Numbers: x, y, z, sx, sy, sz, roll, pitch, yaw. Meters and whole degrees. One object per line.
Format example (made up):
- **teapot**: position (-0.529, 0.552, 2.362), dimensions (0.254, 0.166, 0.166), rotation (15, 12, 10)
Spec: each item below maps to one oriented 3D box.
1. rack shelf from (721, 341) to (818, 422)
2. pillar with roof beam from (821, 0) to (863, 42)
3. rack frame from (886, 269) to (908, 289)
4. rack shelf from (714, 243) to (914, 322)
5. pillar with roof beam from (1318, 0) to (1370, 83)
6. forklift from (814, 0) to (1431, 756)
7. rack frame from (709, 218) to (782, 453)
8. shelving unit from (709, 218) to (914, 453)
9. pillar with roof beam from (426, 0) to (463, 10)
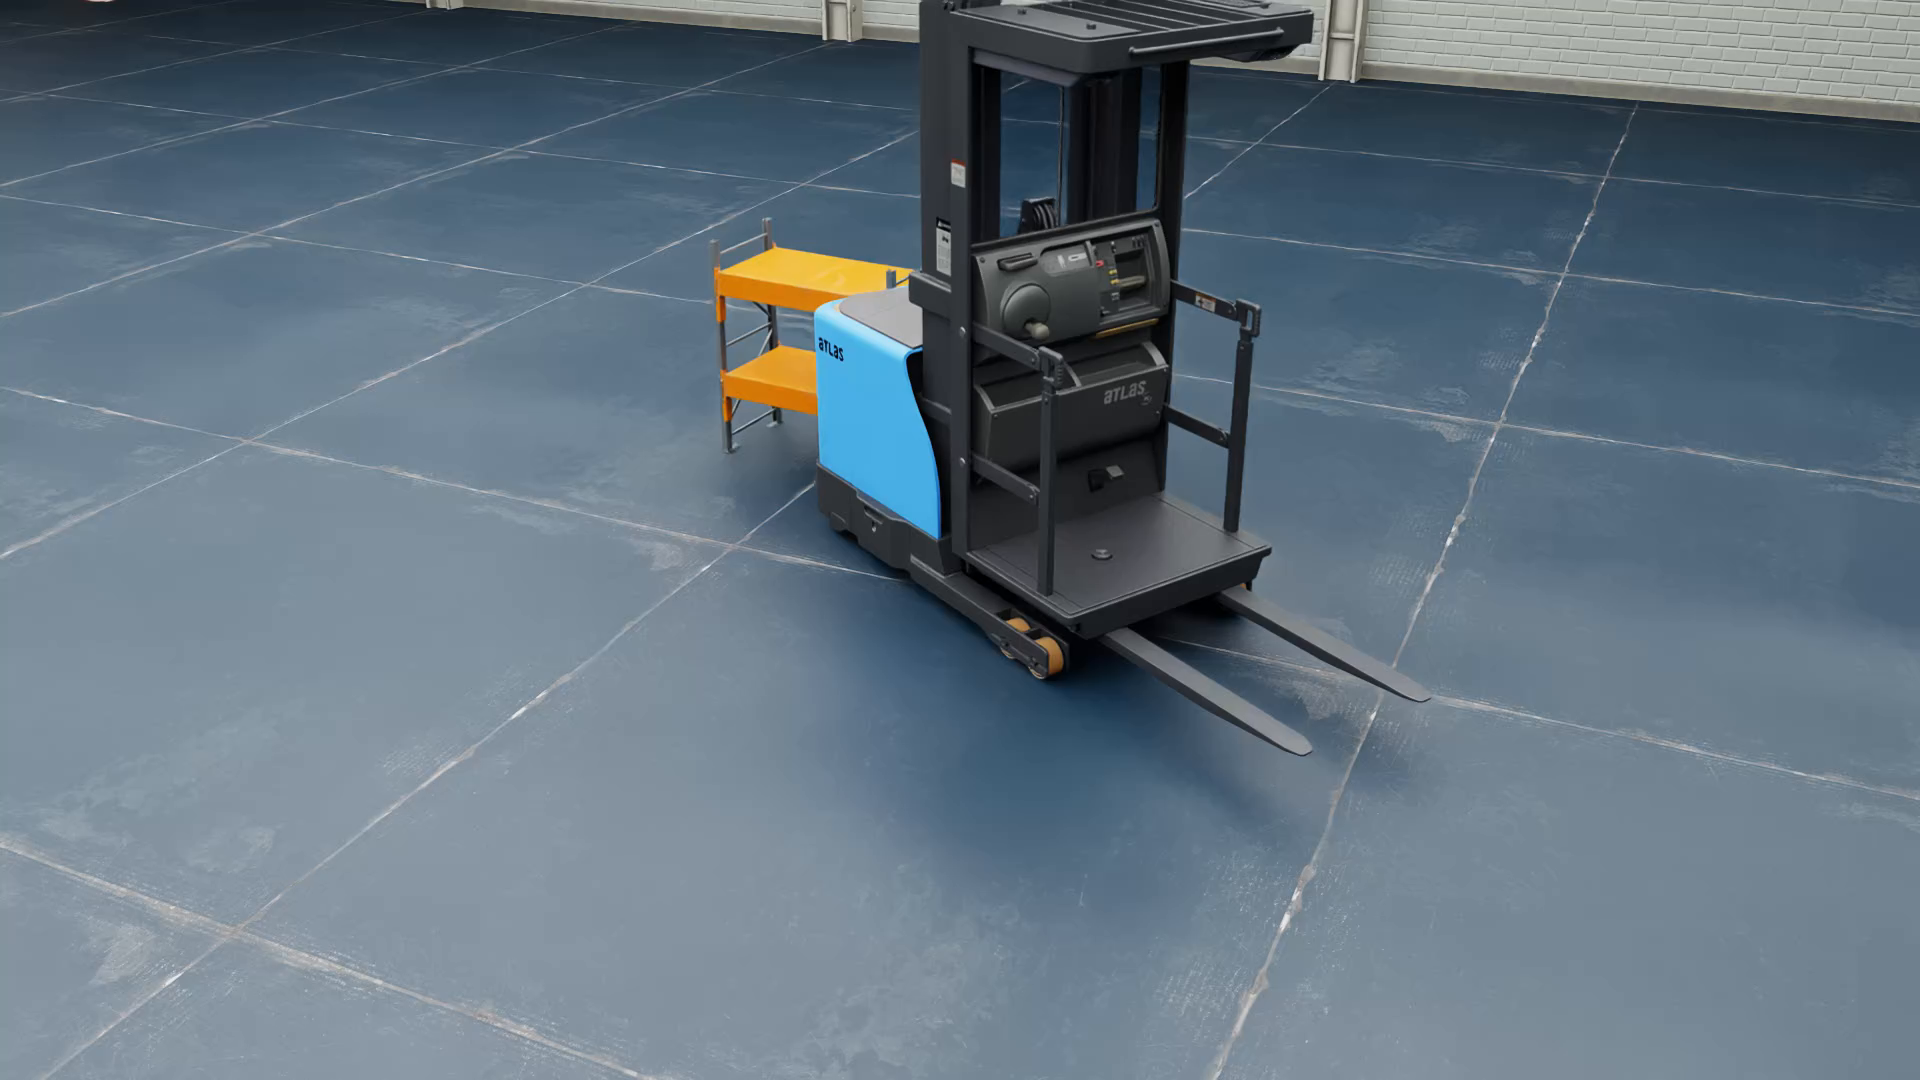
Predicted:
- **rack shelf**: position (-0.658, -0.732, 8.517), dimensions (1.000, 0.278, 0.538), rotation (14, 29, 26)
- **pillar with roof beam**: position (-3.189, -8.329, 14.480), dimensions (0.400, 9.000, 9.100), rotation (11, 28, 22)
- **rack frame**: position (-0.212, -0.843, 8.189), dimensions (0.032, 1.125, 0.500), rotation (14, 29, 26)
- **rack shelf**: position (-0.658, -1.214, 8.280), dimensions (1.000, 0.278, 0.538), rotation (14, 29, 26)
- **pillar with roof beam**: position (2.273, -7.232, 12.252), dimensions (0.400, 9.000, 9.100), rotation (11, 28, 22)
- **forklift**: position (0.584, -1.003, 6.470), dimensions (1.130, 2.935, 3.031), rotation (-17, 31, -31)
- **rack frame**: position (-1.103, -1.060, 8.629), dimensions (0.032, 1.125, 0.500), rotation (14, 29, 26)
- **shelving unit**: position (-0.658, -0.952, 8.409), dimensions (1.048, 1.125, 0.538), rotation (14, 29, 26)
- **pillar with roof beam**: position (-8.650, -9.426, 16.708), dimensions (0.400, 9.000, 9.100), rotation (11, 28, 22)
